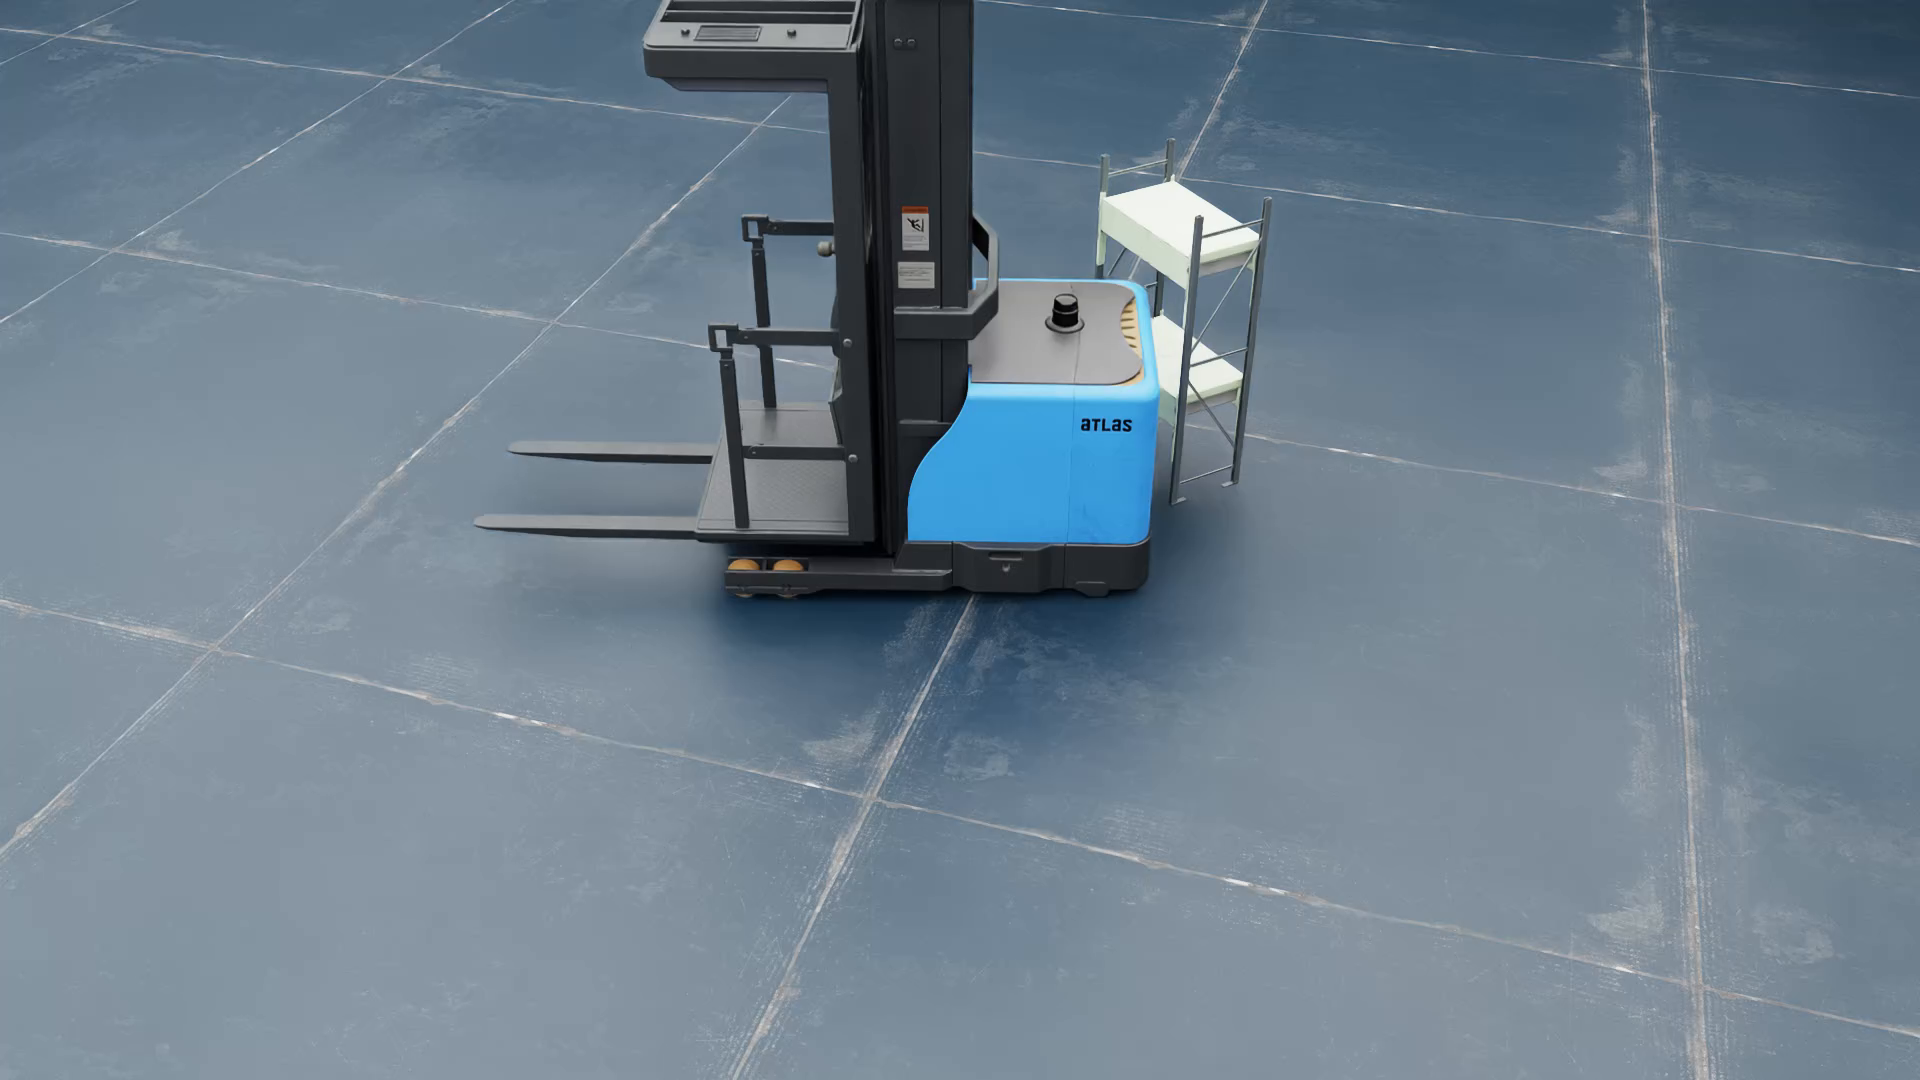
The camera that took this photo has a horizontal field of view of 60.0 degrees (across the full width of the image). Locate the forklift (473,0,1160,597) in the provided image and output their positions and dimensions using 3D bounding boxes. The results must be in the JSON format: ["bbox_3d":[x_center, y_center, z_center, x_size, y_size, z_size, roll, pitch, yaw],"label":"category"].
[{"bbox_3d":[-0.664,-1.239,6.961,3.031,2.935,1.130,1,36,1],"label":"forklift"}]

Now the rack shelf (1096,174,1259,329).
[{"bbox_3d":[1.004,-1.335,7.641,0.431,0.370,0.720,-18,40,-23],"label":"rack shelf"}]

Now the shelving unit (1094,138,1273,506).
[{"bbox_3d":[1.004,-1.021,7.872,0.431,1.500,0.755,-18,40,-23],"label":"shelving unit"}]

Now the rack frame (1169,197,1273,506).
[{"bbox_3d":[1.182,-0.831,7.614,0.400,1.500,0.023,-18,40,-23],"label":"rack frame"}]

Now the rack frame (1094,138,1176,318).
[{"bbox_3d":[0.826,-1.211,8.129,0.400,1.500,0.023,-18,40,-23],"label":"rack frame"}]

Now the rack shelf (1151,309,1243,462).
[{"bbox_3d":[1.004,-0.758,8.065,0.431,0.370,0.720,-18,40,-23],"label":"rack shelf"}]
